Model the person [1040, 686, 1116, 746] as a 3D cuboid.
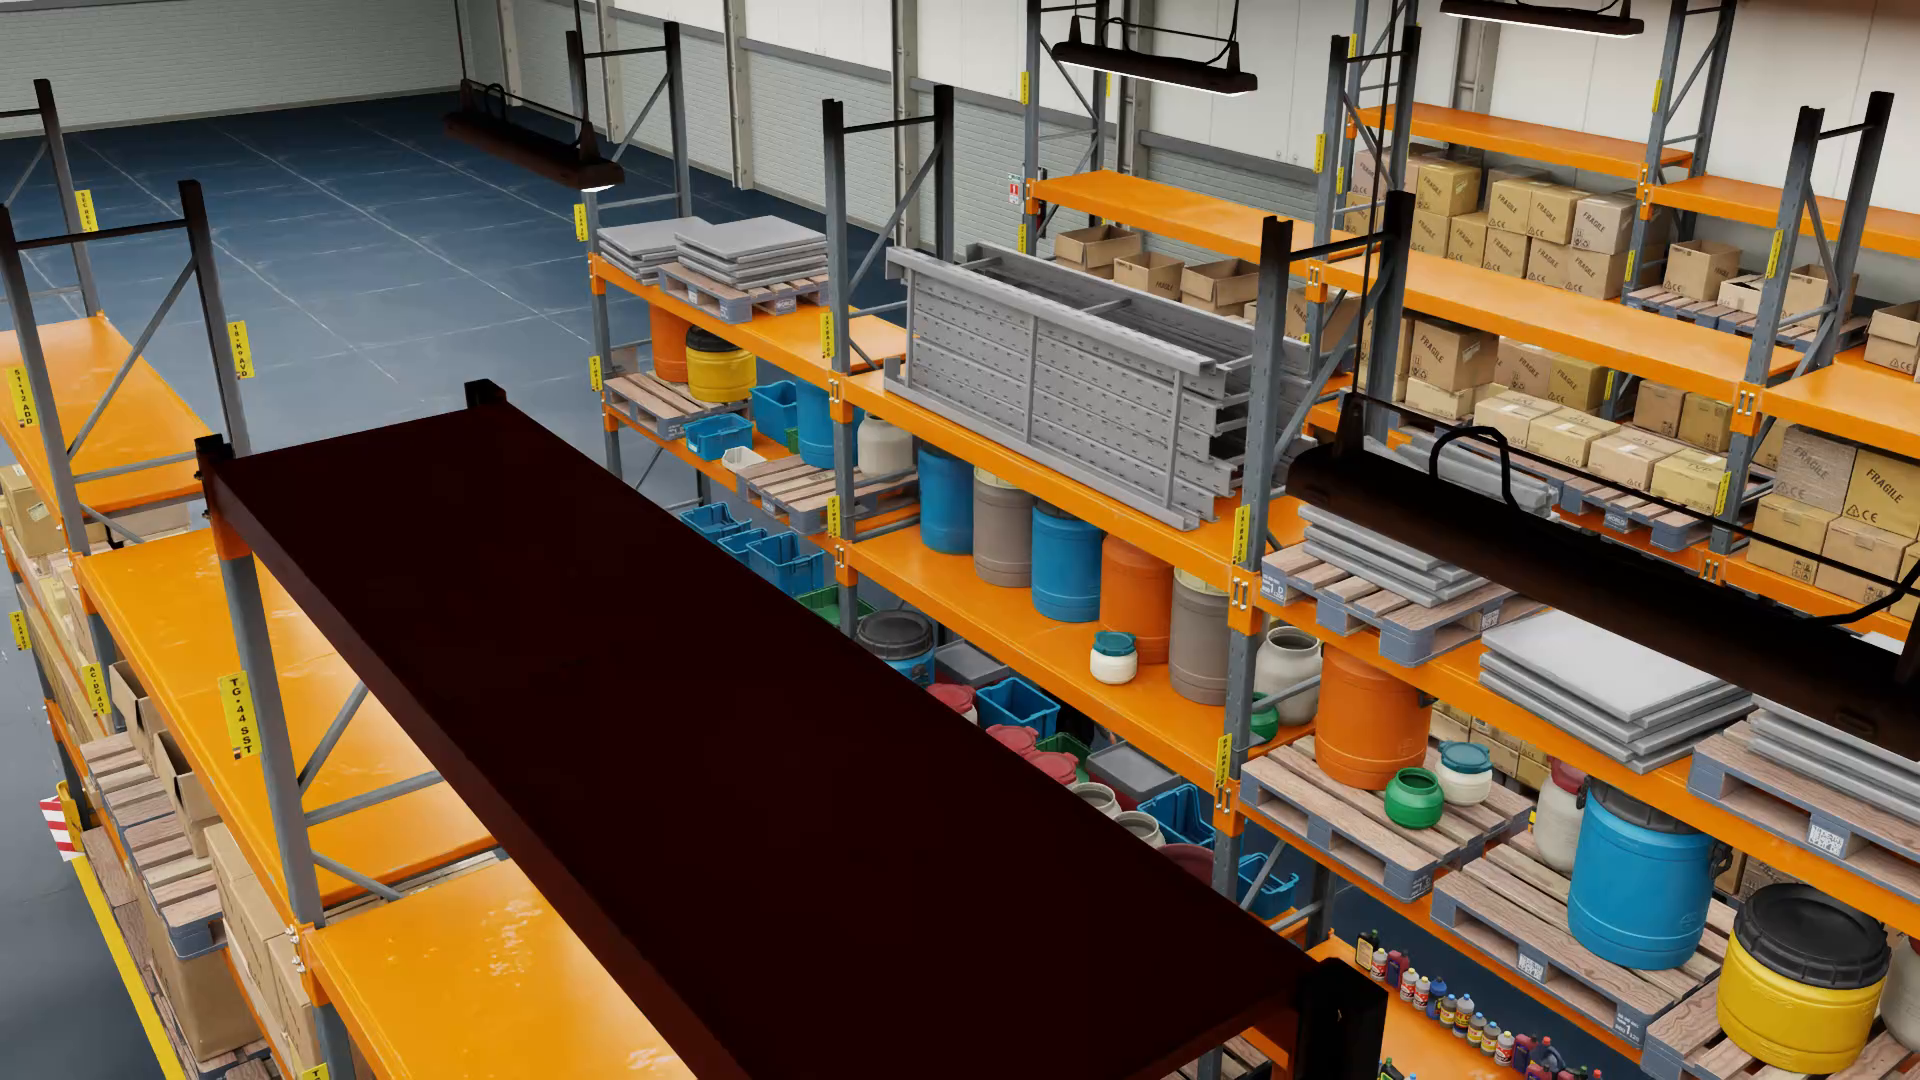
[{"bbox_3d":[0.908,1.509,13.175,0.557,1.590,0.947,20,32,37],"label":"person"}]
